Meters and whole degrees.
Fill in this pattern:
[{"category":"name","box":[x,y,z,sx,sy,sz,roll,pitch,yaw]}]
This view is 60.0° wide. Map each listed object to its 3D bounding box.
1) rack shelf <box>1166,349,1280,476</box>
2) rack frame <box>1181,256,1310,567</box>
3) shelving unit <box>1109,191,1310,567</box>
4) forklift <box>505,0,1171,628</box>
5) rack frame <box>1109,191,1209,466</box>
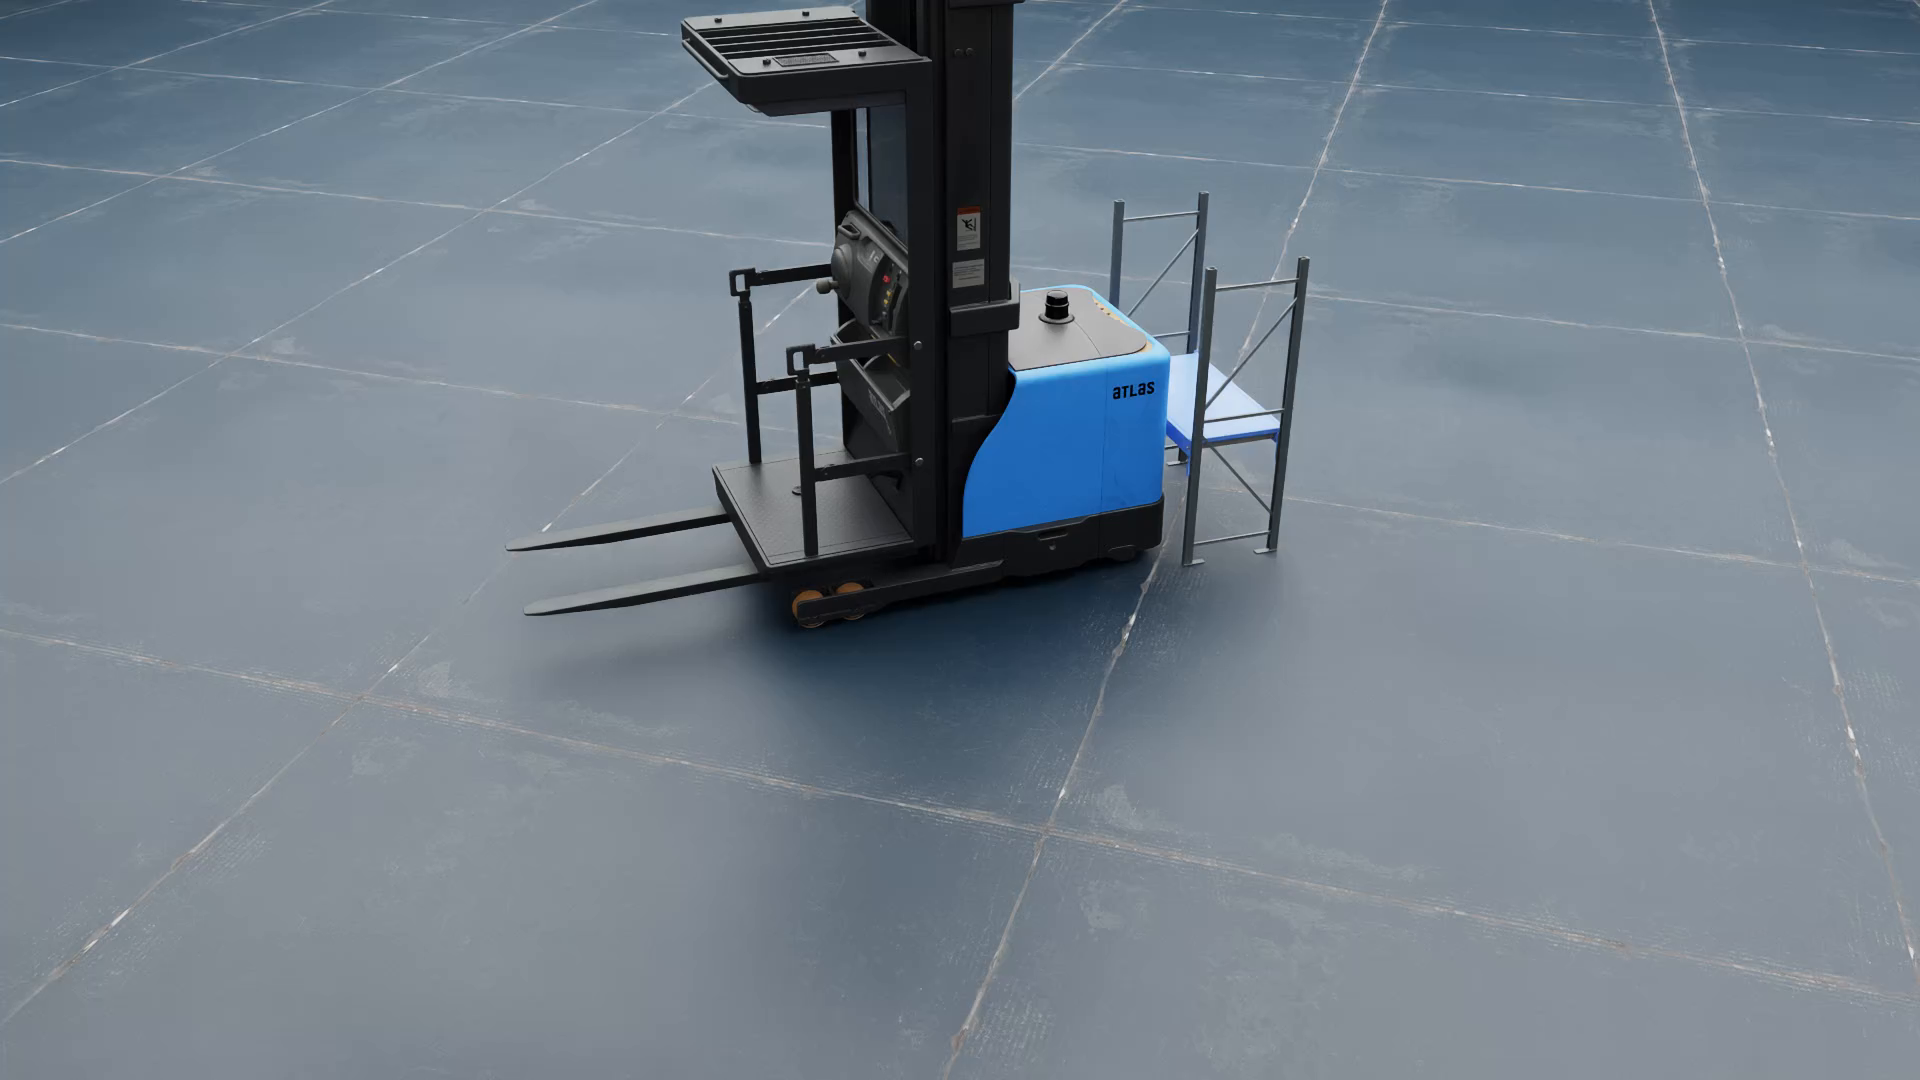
[{"category":"rack shelf","box":[1.153,-0.649,8.240,0.538,0.185,1.000,-9,30,-16]},{"category":"rack frame","box":[1.316,-0.572,7.732,0.500,1.500,0.032,-9,30,-16]},{"category":"shelving unit","box":[1.155,-0.806,8.153,0.538,1.500,1.048,-9,30,-16]},{"category":"forklift","box":[-0.588,-1.173,7.344,3.031,2.935,1.130,-10,31,-18]},{"category":"rack frame","box":[0.993,-1.041,8.574,0.500,1.500,0.032,-9,30,-16]}]
